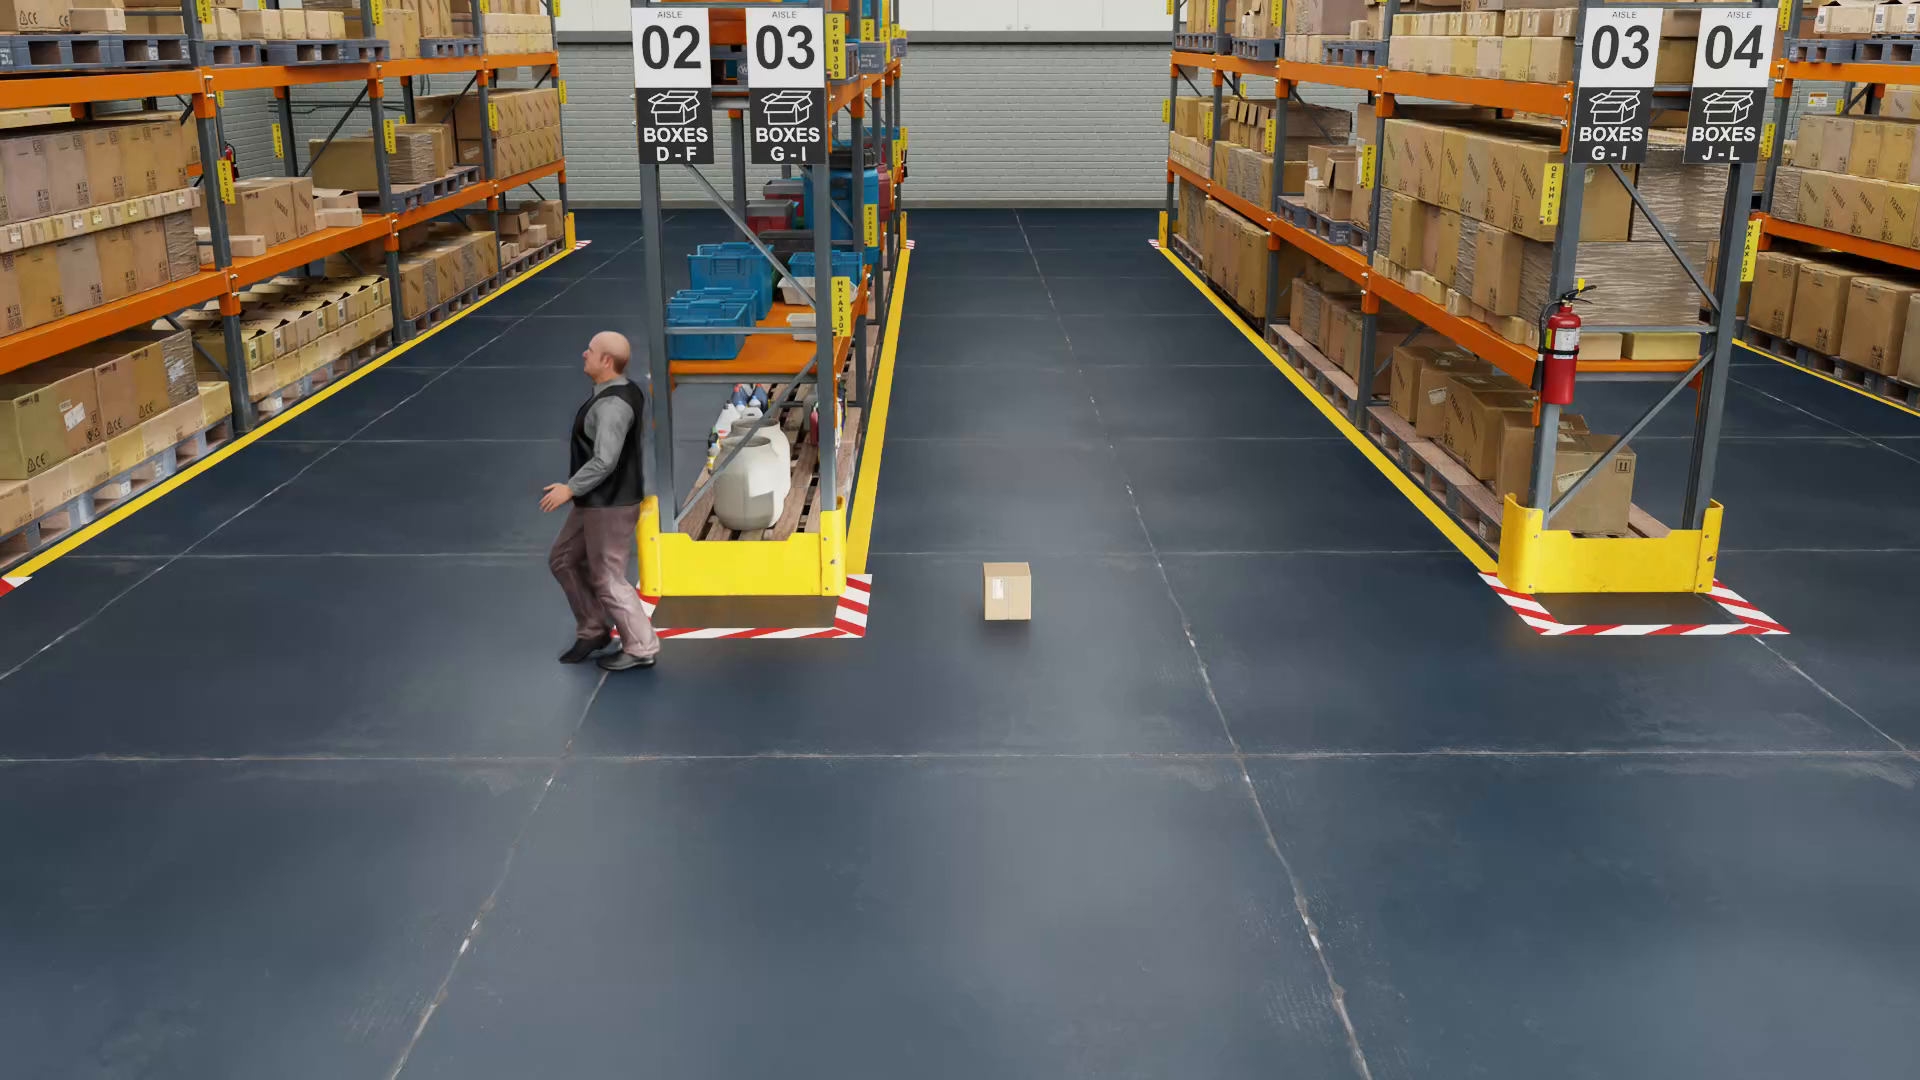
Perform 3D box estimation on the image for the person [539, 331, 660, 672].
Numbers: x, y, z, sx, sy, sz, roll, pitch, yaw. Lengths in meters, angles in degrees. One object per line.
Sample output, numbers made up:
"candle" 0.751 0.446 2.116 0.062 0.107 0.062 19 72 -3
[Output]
"person" -1.786 -0.164 8.191 0.533 1.735 0.618 -3 17 -9
